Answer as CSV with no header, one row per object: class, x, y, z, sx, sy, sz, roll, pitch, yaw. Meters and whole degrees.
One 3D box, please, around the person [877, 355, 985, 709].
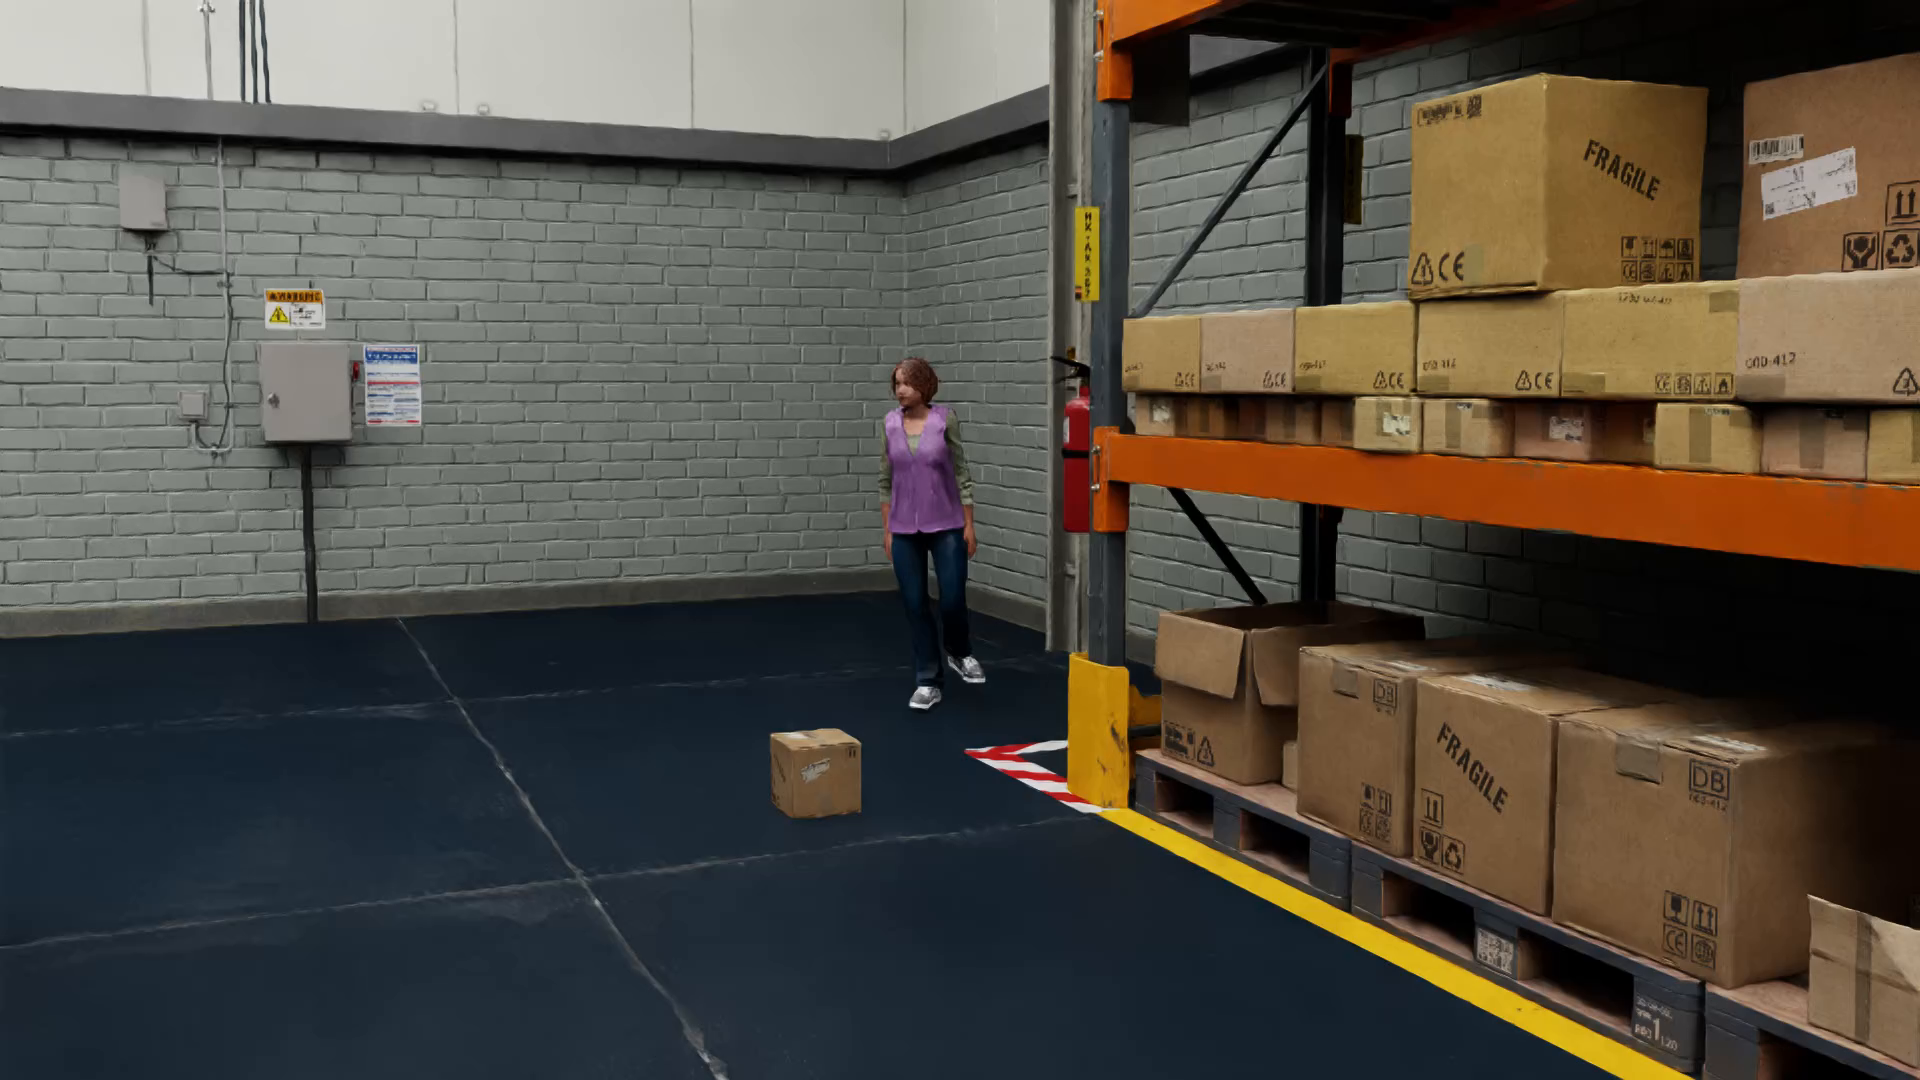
person,-0.130,-0.038,7.567,0.469,1.591,0.487,1,6,14
